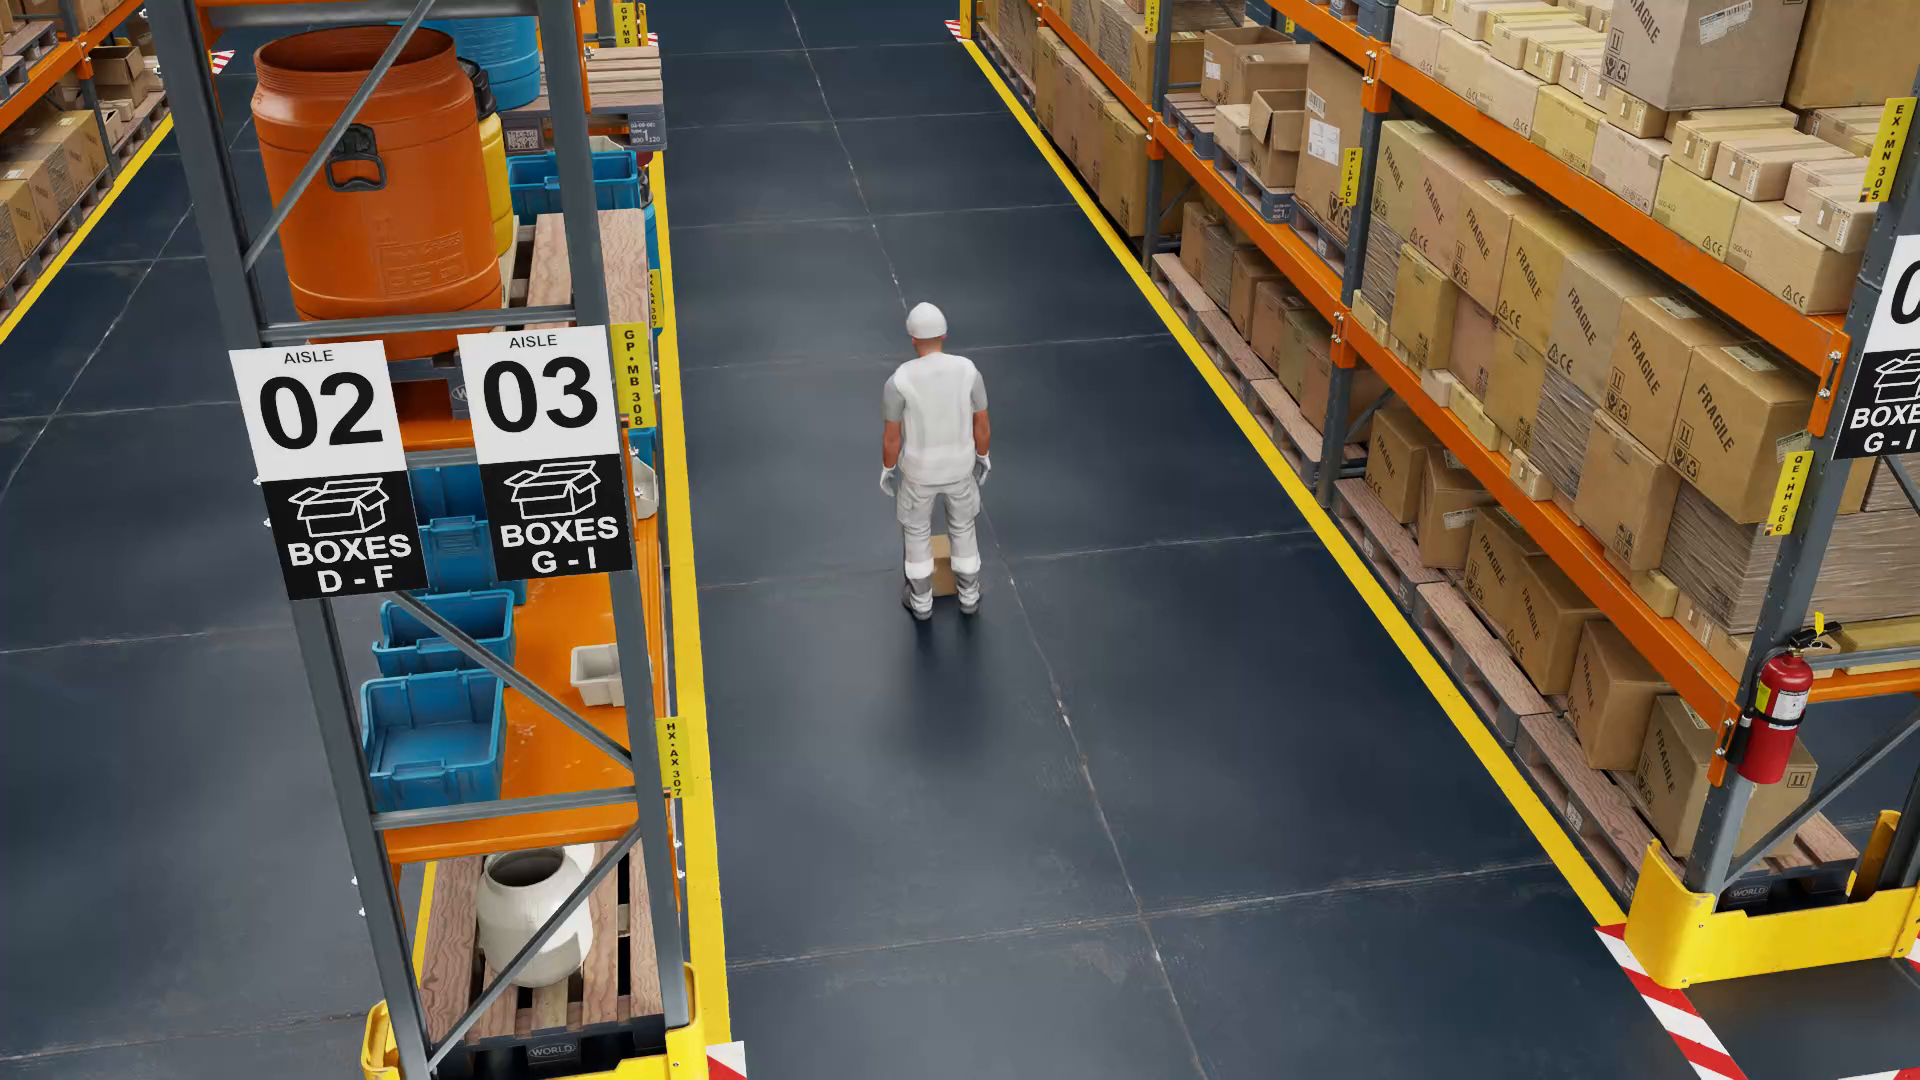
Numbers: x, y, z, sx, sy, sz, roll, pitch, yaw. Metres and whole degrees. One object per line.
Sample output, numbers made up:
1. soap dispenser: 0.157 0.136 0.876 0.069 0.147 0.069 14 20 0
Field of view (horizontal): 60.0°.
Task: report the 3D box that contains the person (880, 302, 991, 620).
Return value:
1. person: -0.130 -0.395 8.800 0.608 1.777 0.454 -7 31 -11
